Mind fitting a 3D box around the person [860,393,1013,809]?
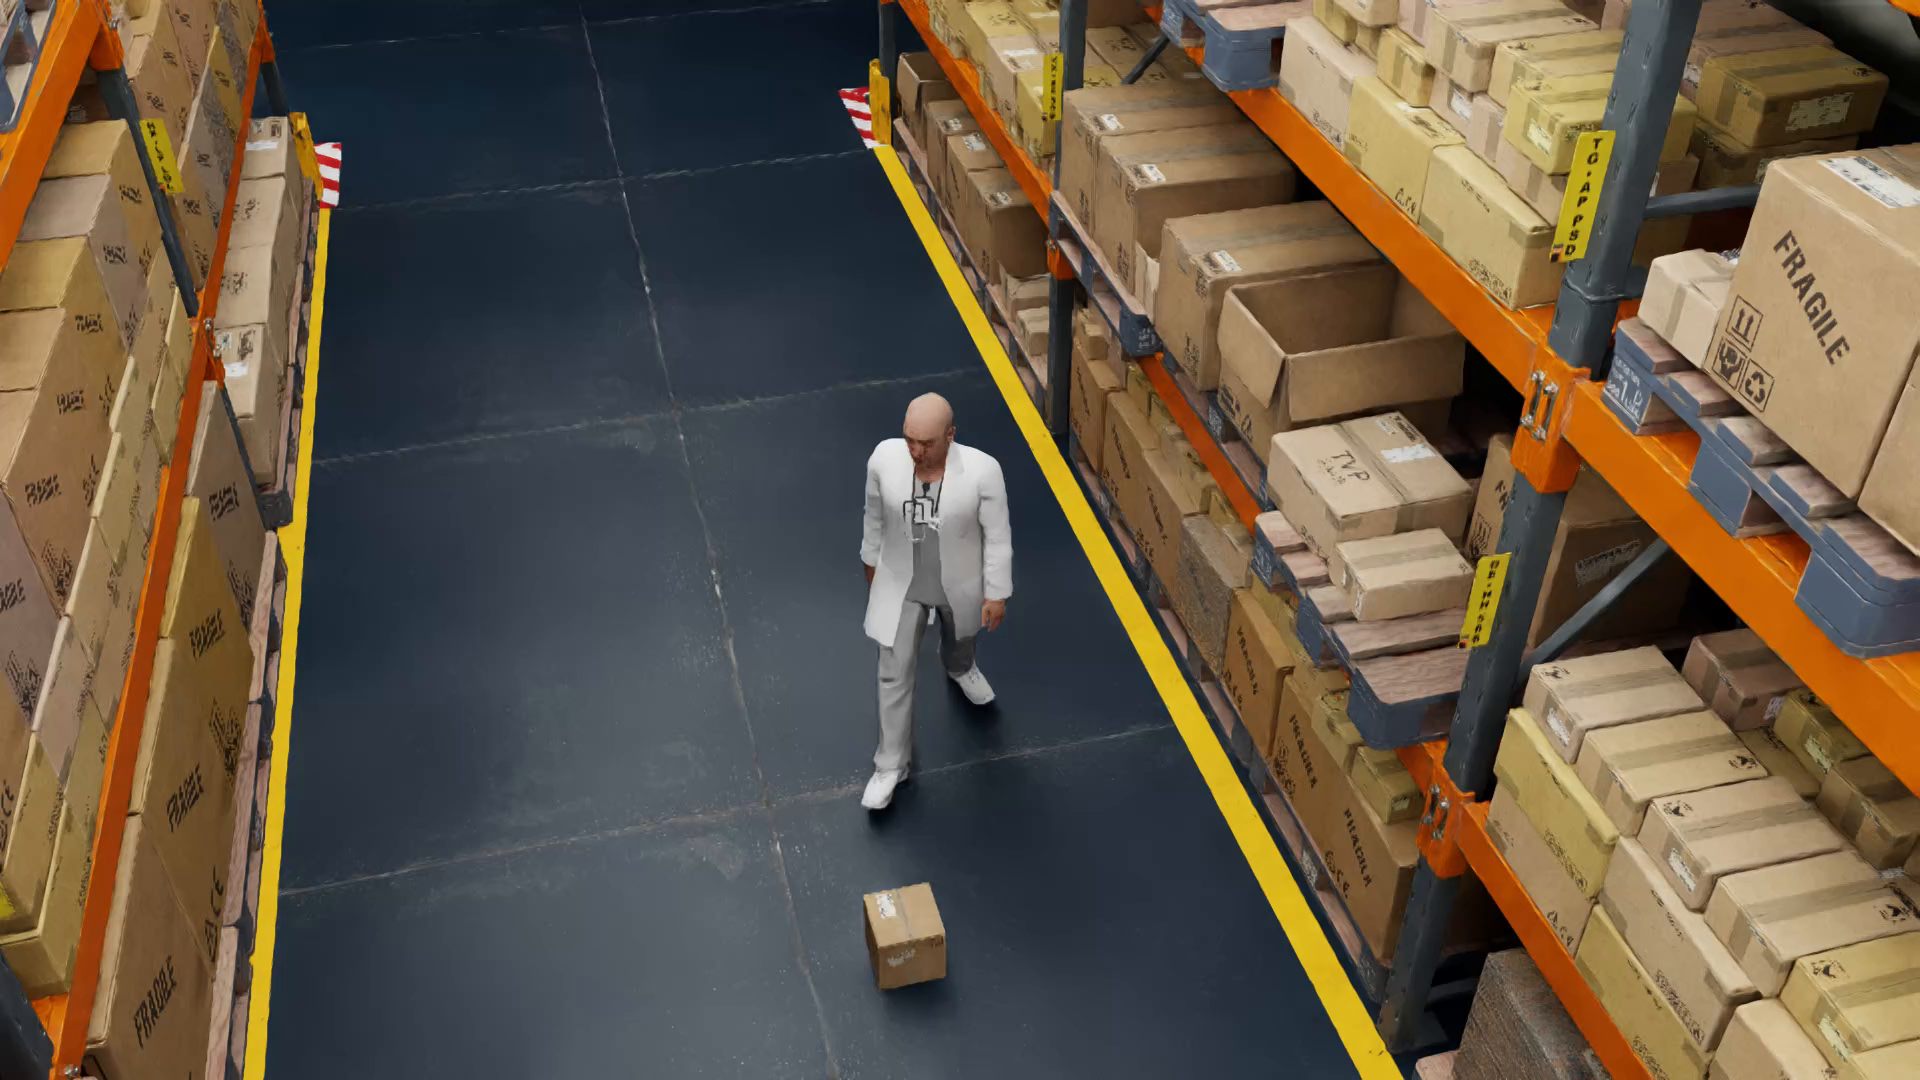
[{"bbox_3d":[-0.103,0.168,6.526,0.627,1.748,1.005,4,38,5],"label":"person"}]
